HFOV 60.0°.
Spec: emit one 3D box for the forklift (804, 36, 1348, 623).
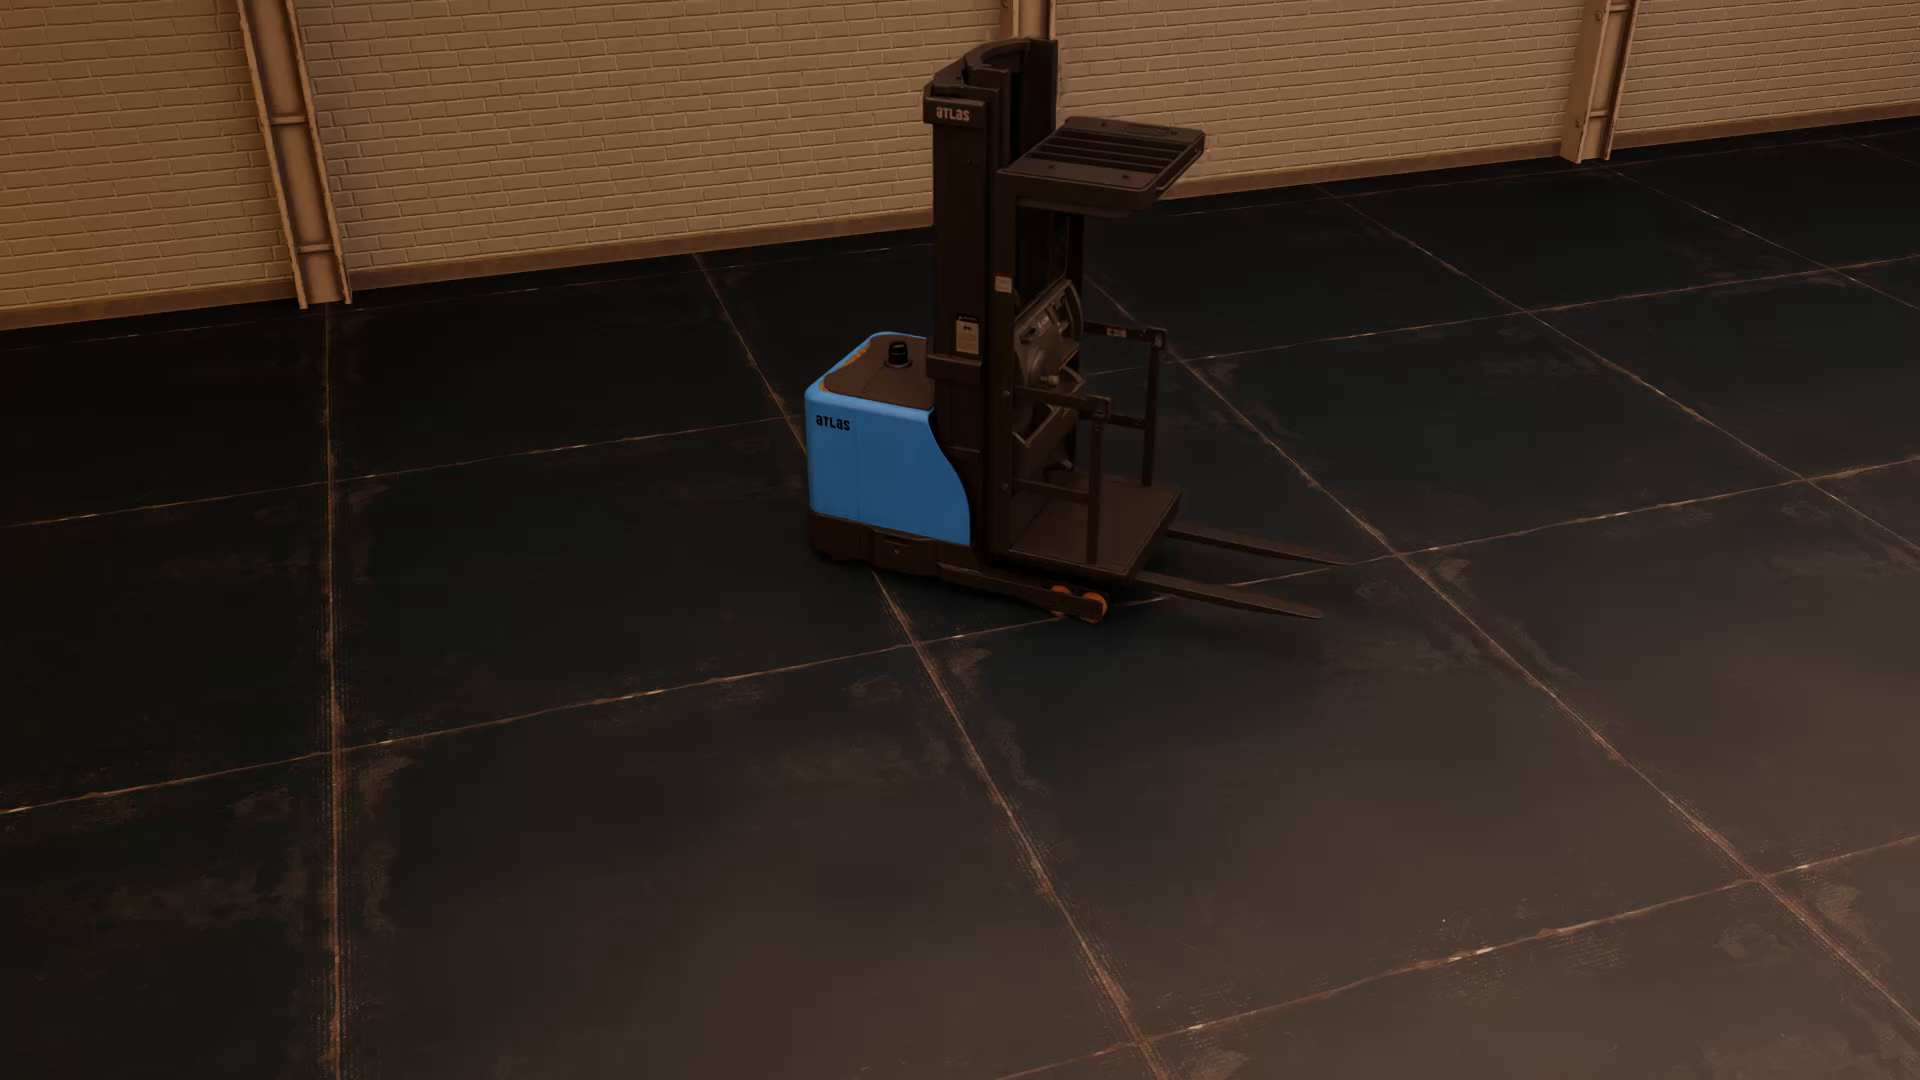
[{"bbox_3d":[0.670,-1.112,9.019,3.031,2.935,1.130,12,32,20],"label":"forklift"}]
